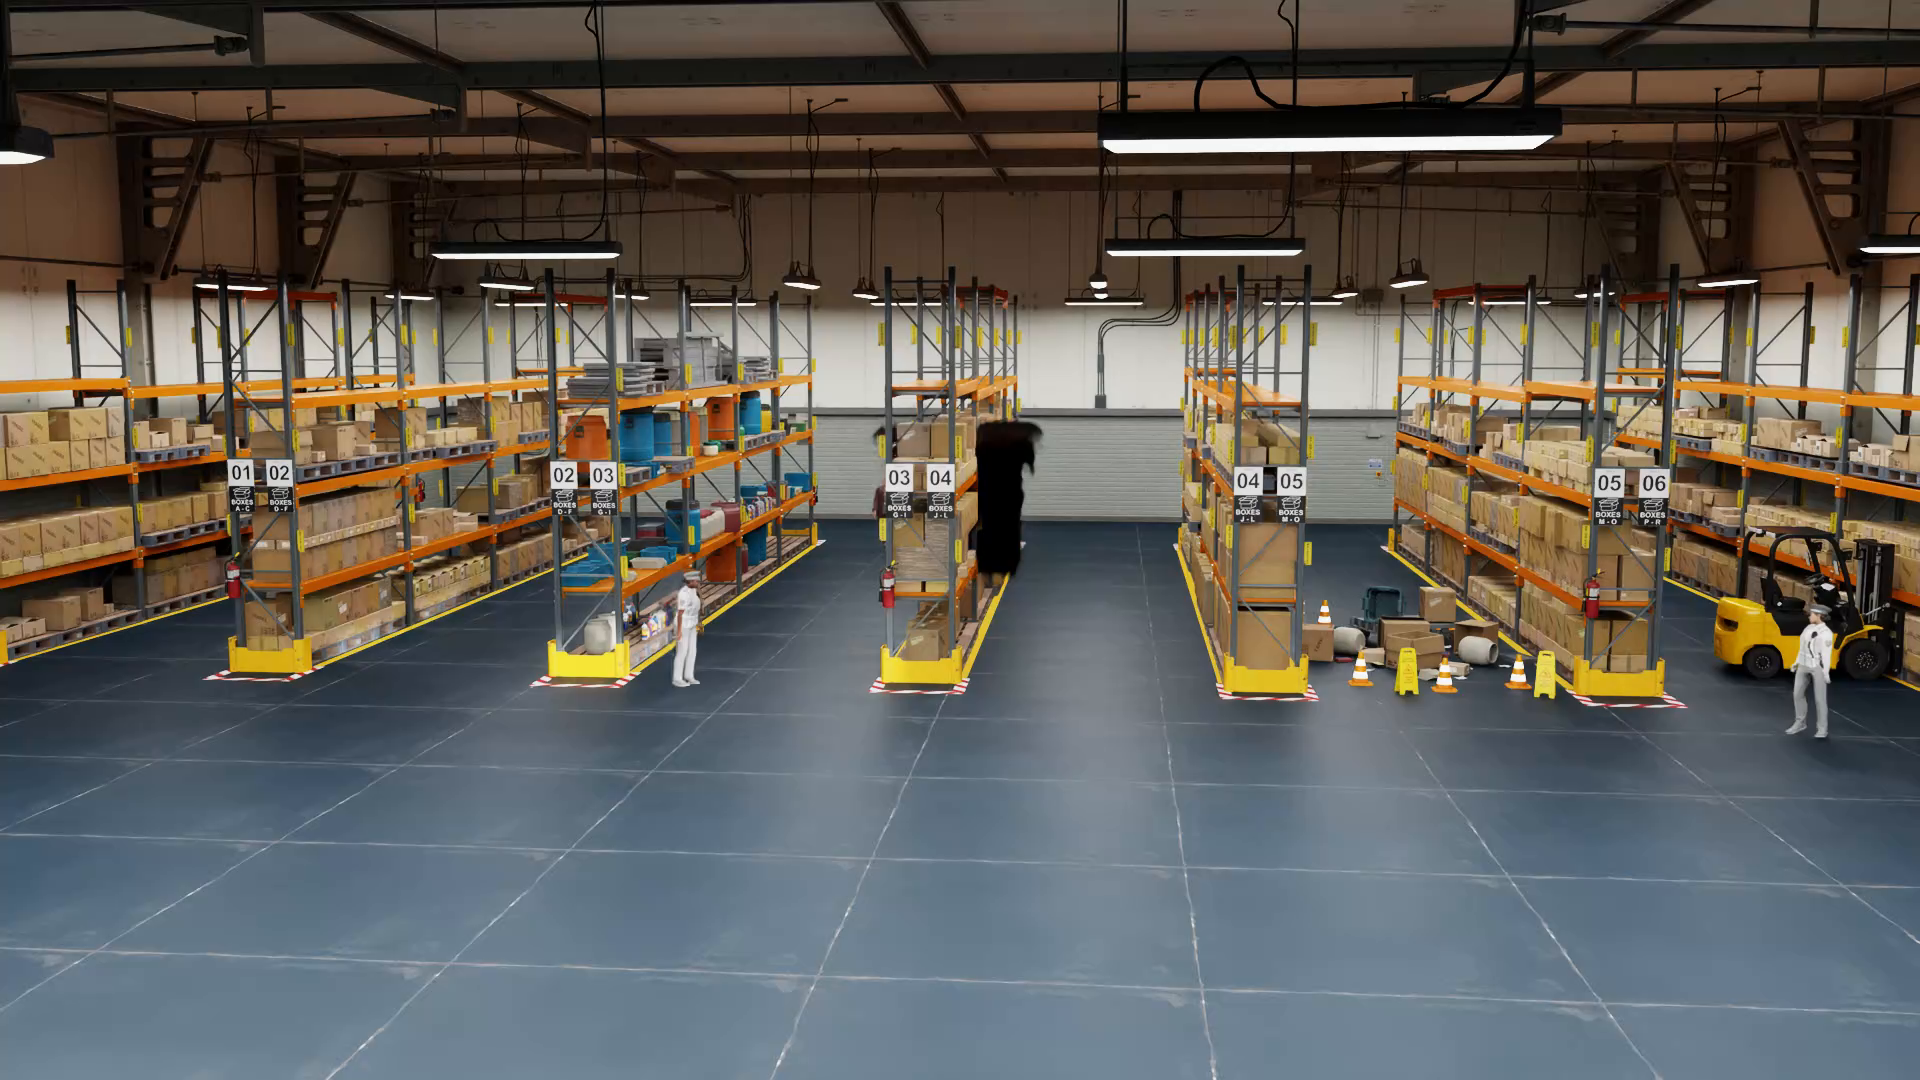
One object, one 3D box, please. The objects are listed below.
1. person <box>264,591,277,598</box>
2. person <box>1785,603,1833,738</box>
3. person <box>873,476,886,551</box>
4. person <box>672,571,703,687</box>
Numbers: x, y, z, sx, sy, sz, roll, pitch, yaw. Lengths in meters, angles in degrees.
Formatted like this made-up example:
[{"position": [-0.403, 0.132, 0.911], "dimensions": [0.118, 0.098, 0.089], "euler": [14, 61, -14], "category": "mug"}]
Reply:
[{"position": [-13.260, 0.263, 32.034], "dimensions": [0.402, 1.755, 0.565], "euler": [-1, 7, -9], "category": "person"}, {"position": [10.706, 1.639, 20.950], "dimensions": [0.400, 1.718, 0.603], "euler": [-2, 7, -17], "category": "person"}, {"position": [-1.772, -0.661, 39.411], "dimensions": [0.581, 1.736, 1.037], "euler": [1, 7, 11], "category": "person"}, {"position": [-3.941, 1.276, 24.012], "dimensions": [0.418, 1.666, 0.497], "euler": [2, 7, 15], "category": "person"}]
